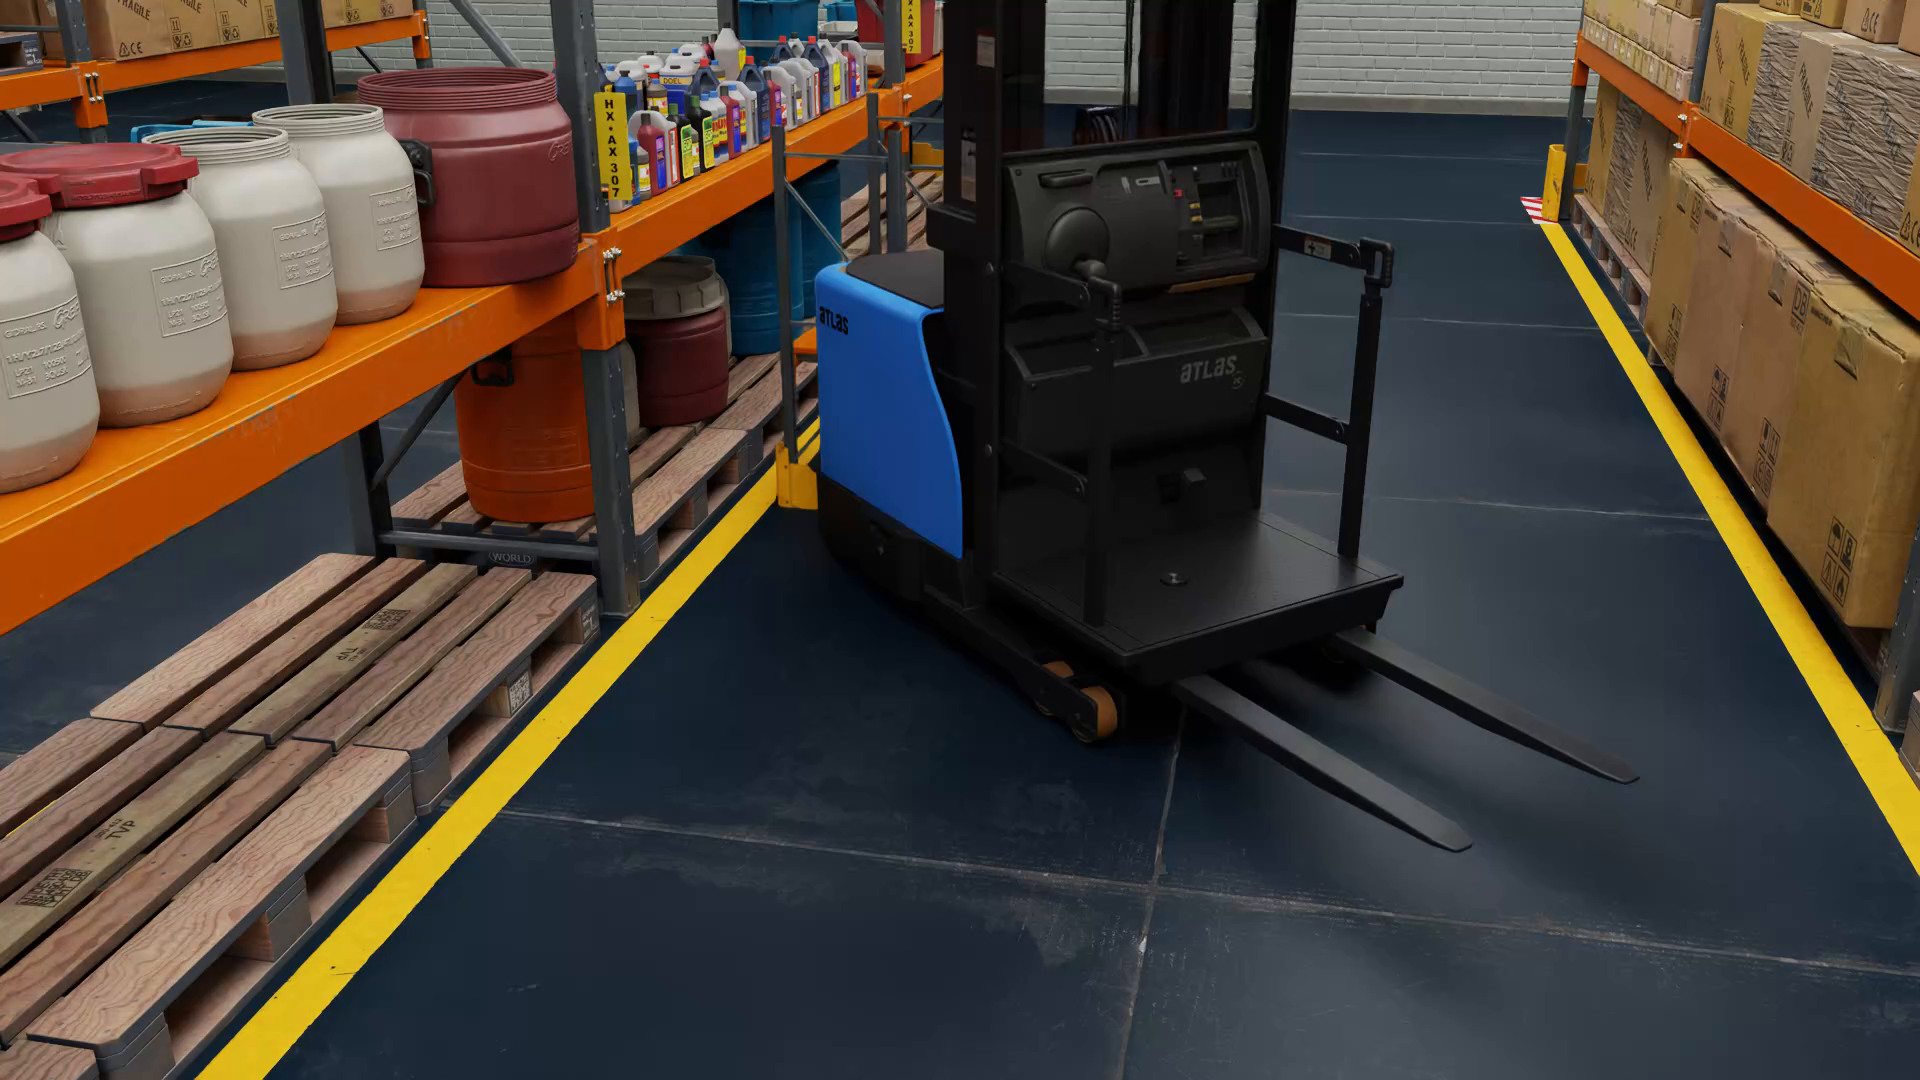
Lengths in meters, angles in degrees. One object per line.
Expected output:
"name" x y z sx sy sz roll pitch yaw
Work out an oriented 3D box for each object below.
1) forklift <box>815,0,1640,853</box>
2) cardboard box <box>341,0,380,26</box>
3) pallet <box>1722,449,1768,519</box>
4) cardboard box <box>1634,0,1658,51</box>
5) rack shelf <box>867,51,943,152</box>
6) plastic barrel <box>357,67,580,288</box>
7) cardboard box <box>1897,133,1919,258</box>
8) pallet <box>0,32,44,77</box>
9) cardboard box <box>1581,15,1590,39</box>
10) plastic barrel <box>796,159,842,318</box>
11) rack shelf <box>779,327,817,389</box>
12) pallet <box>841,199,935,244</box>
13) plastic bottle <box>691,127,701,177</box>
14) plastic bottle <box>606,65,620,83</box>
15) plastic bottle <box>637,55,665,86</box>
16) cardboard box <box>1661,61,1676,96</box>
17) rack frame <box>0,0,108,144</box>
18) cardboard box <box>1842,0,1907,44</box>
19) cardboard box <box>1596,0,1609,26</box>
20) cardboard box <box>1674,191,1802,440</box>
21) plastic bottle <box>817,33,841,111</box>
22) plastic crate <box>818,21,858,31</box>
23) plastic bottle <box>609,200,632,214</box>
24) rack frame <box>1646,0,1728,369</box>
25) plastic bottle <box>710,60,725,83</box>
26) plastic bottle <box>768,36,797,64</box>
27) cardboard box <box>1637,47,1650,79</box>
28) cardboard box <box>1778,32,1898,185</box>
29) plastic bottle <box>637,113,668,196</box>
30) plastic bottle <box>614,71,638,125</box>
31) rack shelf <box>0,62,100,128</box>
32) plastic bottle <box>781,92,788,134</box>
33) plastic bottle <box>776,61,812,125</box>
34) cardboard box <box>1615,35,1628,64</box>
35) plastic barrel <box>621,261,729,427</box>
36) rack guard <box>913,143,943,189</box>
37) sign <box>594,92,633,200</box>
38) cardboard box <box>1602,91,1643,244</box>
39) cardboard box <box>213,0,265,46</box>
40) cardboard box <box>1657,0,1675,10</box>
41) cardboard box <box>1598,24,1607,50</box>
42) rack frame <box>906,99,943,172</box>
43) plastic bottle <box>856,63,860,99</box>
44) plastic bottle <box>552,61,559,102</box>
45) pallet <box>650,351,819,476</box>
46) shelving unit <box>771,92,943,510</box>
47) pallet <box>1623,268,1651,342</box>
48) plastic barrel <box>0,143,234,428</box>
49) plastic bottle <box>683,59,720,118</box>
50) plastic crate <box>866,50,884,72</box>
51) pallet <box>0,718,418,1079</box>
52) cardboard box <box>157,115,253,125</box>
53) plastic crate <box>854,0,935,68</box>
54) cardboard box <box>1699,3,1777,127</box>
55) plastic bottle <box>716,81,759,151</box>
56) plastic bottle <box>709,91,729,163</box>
"forklift" 0.667 -0.964 4.824 1.130 2.935 3.031 -13 25 -29
"cardboard box" -4.754 -4.154 12.520 0.500 0.500 0.500 5 22 11
"pallet" 3.724 -0.234 6.652 1.003 0.211 1.213 4 22 11
"cardboard box" 4.095 -2.889 9.315 0.500 0.250 0.500 5 22 12
"rack shelf" -0.386 -3.038 10.846 1.077 0.370 4.000 4 22 11
"plastic barrel" -1.408 -1.048 4.759 0.600 0.536 0.708 4 22 11
"cardboard box" 3.097 -1.046 4.802 0.500 0.500 0.500 5 23 13
"pallet" -5.912 -2.647 9.167 1.003 0.211 1.213 4 22 11
"cardboard box" 4.475 -3.505 11.377 0.380 0.149 0.250 5 22 12
"plastic barrel" -0.922 -1.664 8.718 0.600 0.901 0.708 4 22 11
"rack shelf" -0.303 -0.825 6.876 0.538 0.185 1.000 7 23 16
"pallet" -0.435 -2.067 11.202 1.003 0.211 1.213 4 22 11
"plastic bottle" -1.034 -1.478 6.273 0.097 0.201 0.097 0 22 0
"plastic bottle" -1.548 -1.977 7.419 0.097 0.271 0.097 0 22 0
"plastic bottle" -1.450 -2.104 7.729 0.152 0.276 0.135 4 22 11
"cardboard box" 3.848 -2.377 8.578 0.380 0.149 0.250 5 22 12
"rack frame" -5.643 -3.020 9.836 1.000 3.000 0.127 4 22 11
"cardboard box" 3.670 -2.062 5.981 0.797 0.503 0.637 5 23 13
"cardboard box" 4.409 -3.449 10.704 0.500 0.250 0.500 4 22 10
"cardboard box" 3.762 -0.910 6.879 1.225 0.875 0.875 4 22 9
"plastic bottle" -0.661 -2.257 8.008 0.144 0.351 0.185 4 22 11
"plastic crate" -0.733 -3.206 10.571 0.293 0.136 0.466 4 22 11
"plastic bottle" -1.206 -1.254 5.618 0.152 0.276 0.135 4 22 11
"rack frame" 4.055 -2.263 7.958 1.000 3.000 0.127 4 22 11
"plastic bottle" -1.210 -2.272 8.245 0.097 0.201 0.097 0 22 0
"plastic bottle" -0.840 -2.200 7.867 0.144 0.351 0.185 4 22 11
"cardboard box" 4.006 -2.659 9.278 0.380 0.149 0.250 5 22 12
"cardboard box" 3.411 -1.604 6.187 0.500 0.500 0.500 5 22 12
"plastic bottle" -1.094 -1.374 5.906 0.061 0.283 0.133 4 22 11
"plastic bottle" -1.447 -1.895 7.215 0.097 0.271 0.097 0 22 0
"rack shelf" -6.051 -1.954 8.154 1.077 0.370 4.000 4 22 11
"plastic bottle" -0.807 -1.883 7.280 0.097 0.201 0.097 0 22 0
"plastic bottle" -0.763 -2.047 7.587 0.152 0.276 0.135 4 22 11
"cardboard box" 4.163 -2.942 9.980 0.380 0.149 0.250 4 22 10
"plastic barrel" -1.297 -0.847 7.108 0.600 0.588 0.708 4 22 11
"rack guard" 0.014 -2.954 13.019 1.175 0.500 0.348 4 22 11
"sign" -1.070 -1.214 5.134 0.100 0.325 0.005 4 22 11
"cardboard box" 4.633 -2.362 10.486 0.875 0.875 0.875 4 22 11
"cardboard box" -5.066 -3.602 11.148 0.500 0.500 0.500 4 22 11
"cardboard box" 3.993 -3.051 8.712 0.500 0.500 0.500 5 22 11
"cardboard box" 4.320 -3.222 10.674 0.380 0.149 0.250 4 22 10
"rack frame" 0.022 -4.104 12.527 1.000 3.000 0.127 4 22 11
"plastic bottle" -0.555 -2.335 8.403 0.097 0.201 0.097 0 22 0
"plastic bottle" -1.639 -1.808 6.894 0.144 0.351 0.185 4 22 11
"pallet" -1.239 -0.621 7.612 1.003 0.211 1.213 4 22 11
"shelving unit" -0.300 -0.995 6.817 0.587 1.500 1.083 7 23 16
"pallet" 4.286 -1.242 9.154 1.003 0.211 1.213 4 22 11
"plastic barrel" -1.779 -0.538 3.491 0.433 0.535 0.433 0 22 0
"plastic bottle" -1.063 -1.816 6.914 0.144 0.351 0.185 4 22 11
"plastic crate" -0.559 -2.705 9.329 0.396 0.136 0.243 4 22 11
"pallet" -2.058 0.841 3.983 1.003 0.211 1.213 4 22 11
"cardboard box" -5.264 -2.753 11.927 0.797 0.503 0.637 4 22 11
"plastic crate" -0.366 -3.006 9.635 0.402 0.464 0.583 4 22 11
"cardboard box" 3.716 -2.160 7.568 0.500 0.500 0.500 5 22 11
"plastic bottle" -0.923 -1.761 6.877 0.152 0.276 0.135 4 22 11
"plastic bottle" -0.967 -1.630 6.558 0.097 0.271 0.097 0 22 0
